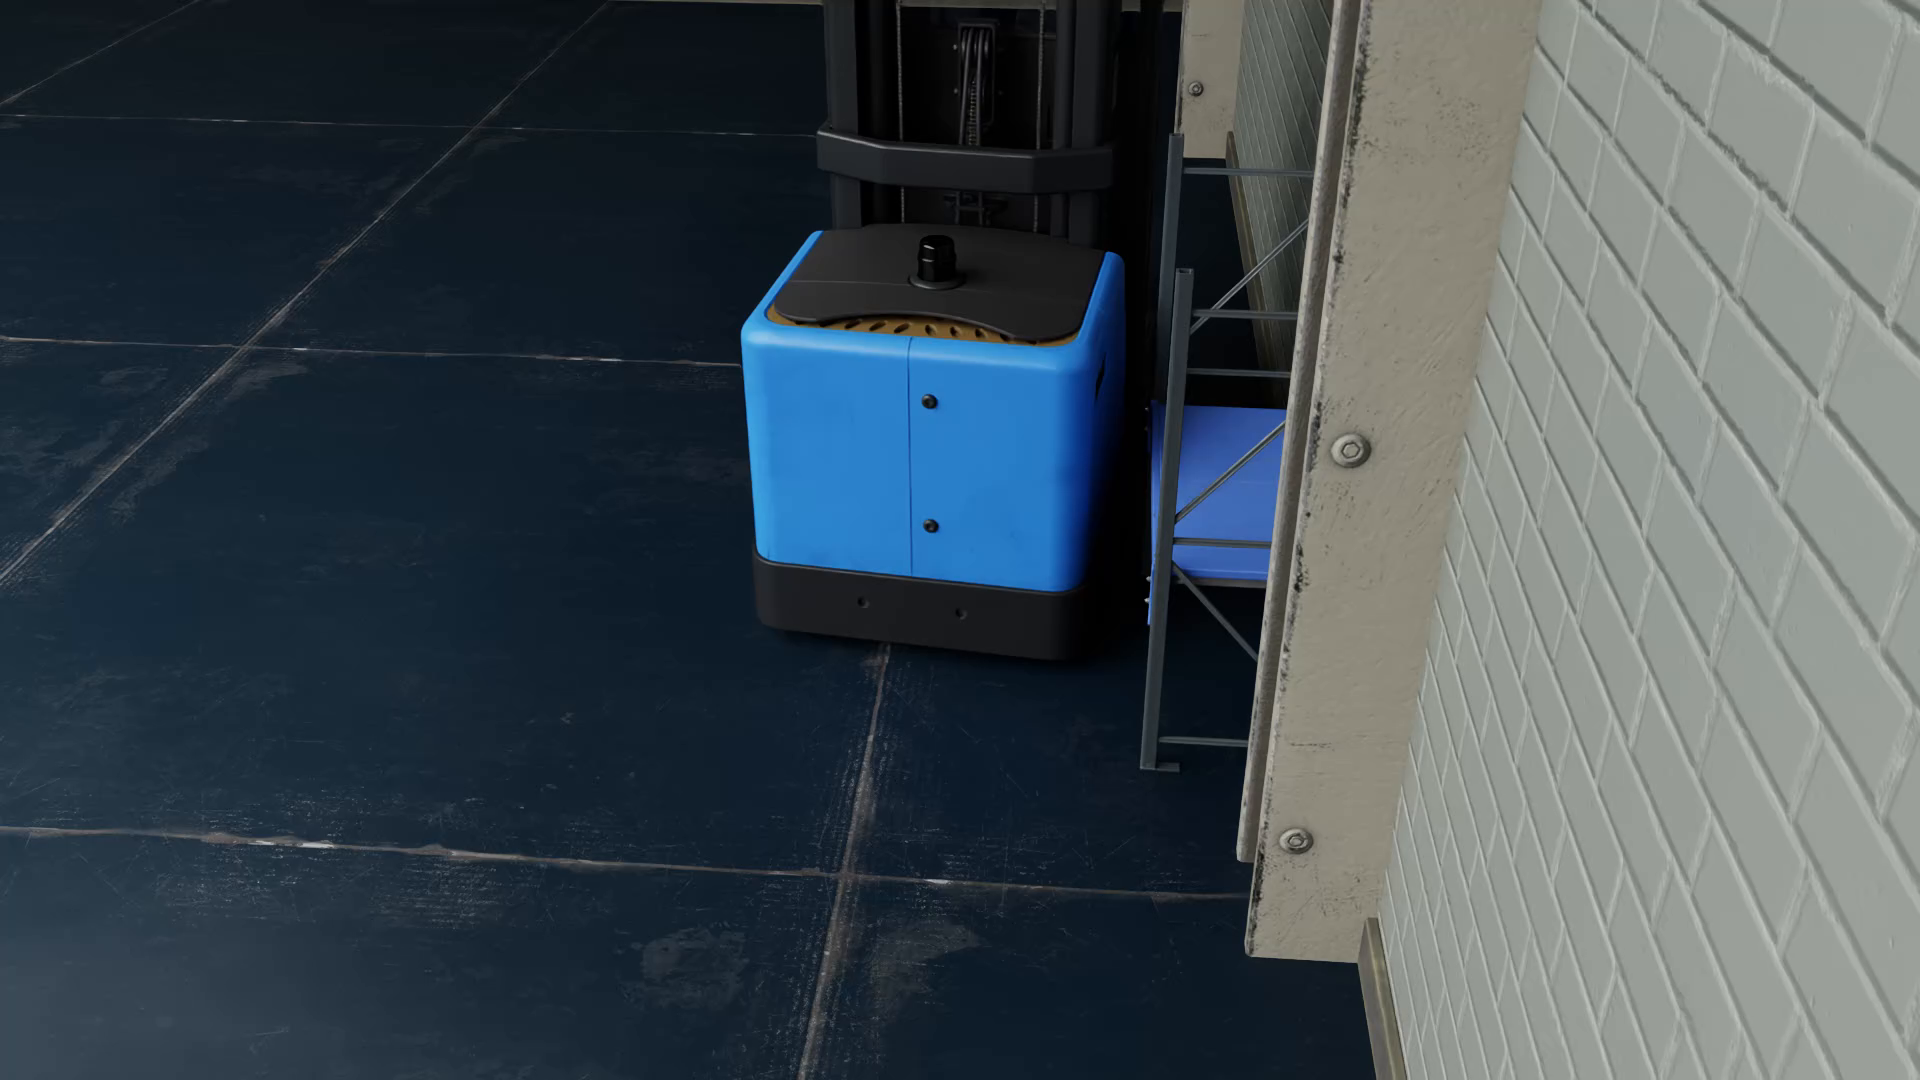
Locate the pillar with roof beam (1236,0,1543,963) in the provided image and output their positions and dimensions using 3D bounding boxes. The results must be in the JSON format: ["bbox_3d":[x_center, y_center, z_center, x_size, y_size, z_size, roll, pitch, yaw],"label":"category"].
[{"bbox_3d":[-3.417,-3.089,2.185,9.100,9.000,0.400,2,32,4],"label":"pillar with roof beam"}]

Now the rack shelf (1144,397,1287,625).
[{"bbox_3d":[0.805,-0.097,4.821,0.538,0.185,1.000,3,32,4],"label":"rack shelf"}]

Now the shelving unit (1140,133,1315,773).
[{"bbox_3d":[0.805,-0.250,4.726,0.538,1.500,1.048,3,32,4],"label":"shelving unit"}]

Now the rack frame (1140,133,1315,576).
[{"bbox_3d":[0.852,-0.516,5.157,0.500,1.500,0.032,3,32,4],"label":"rack frame"}]

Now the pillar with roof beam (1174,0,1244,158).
[{"bbox_3d":[-2.929,-6.226,7.276,9.100,9.000,0.400,2,32,4],"label":"pillar with roof beam"}]

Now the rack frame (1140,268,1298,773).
[{"bbox_3d":[0.759,0.016,4.295,0.500,1.500,0.032,3,32,4],"label":"rack frame"}]

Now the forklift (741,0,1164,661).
[{"bbox_3d":[0.150,-1.644,5.624,1.130,2.935,3.031,6,32,10],"label":"forklift"}]
